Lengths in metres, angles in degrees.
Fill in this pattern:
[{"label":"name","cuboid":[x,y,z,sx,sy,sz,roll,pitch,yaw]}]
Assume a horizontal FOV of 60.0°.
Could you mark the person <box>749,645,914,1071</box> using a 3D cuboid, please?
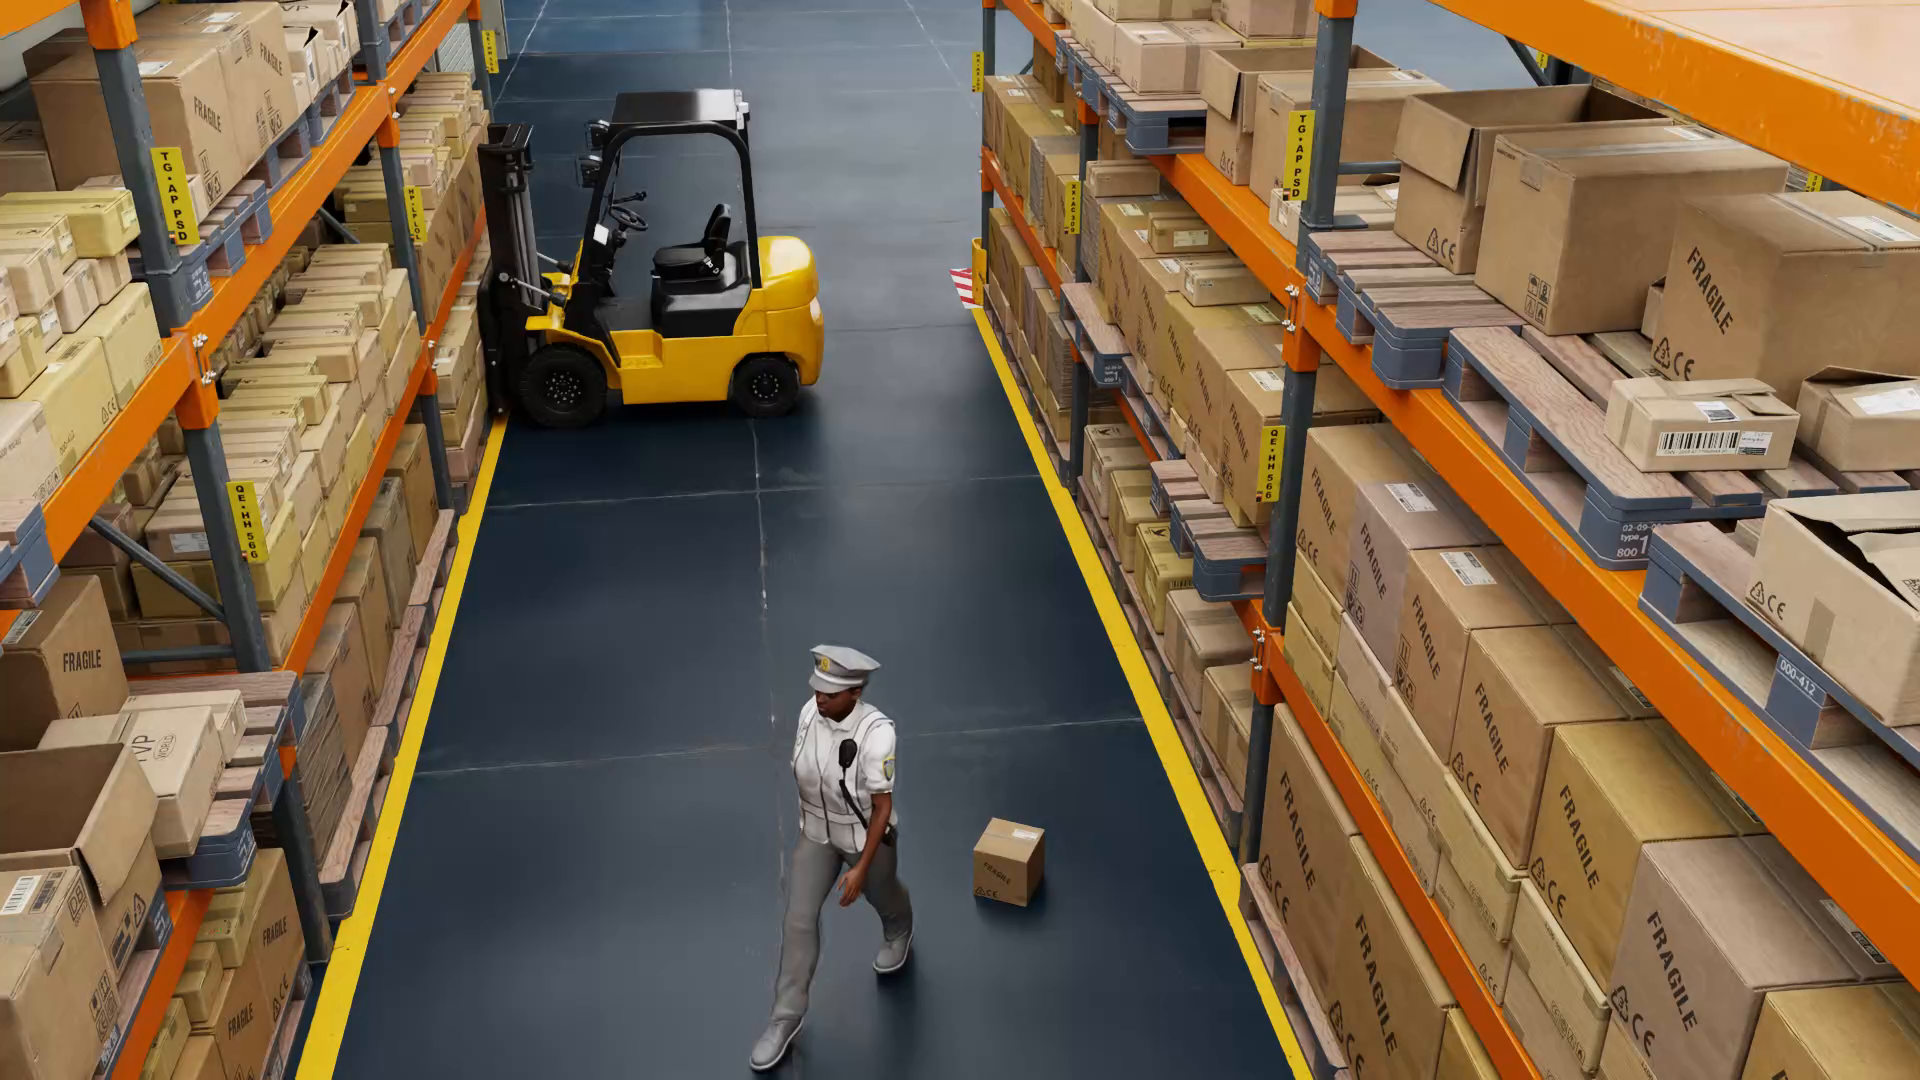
[{"label":"person","cuboid":[-0.468,1.143,6.345,0.460,1.632,0.971,13,30,24]}]
